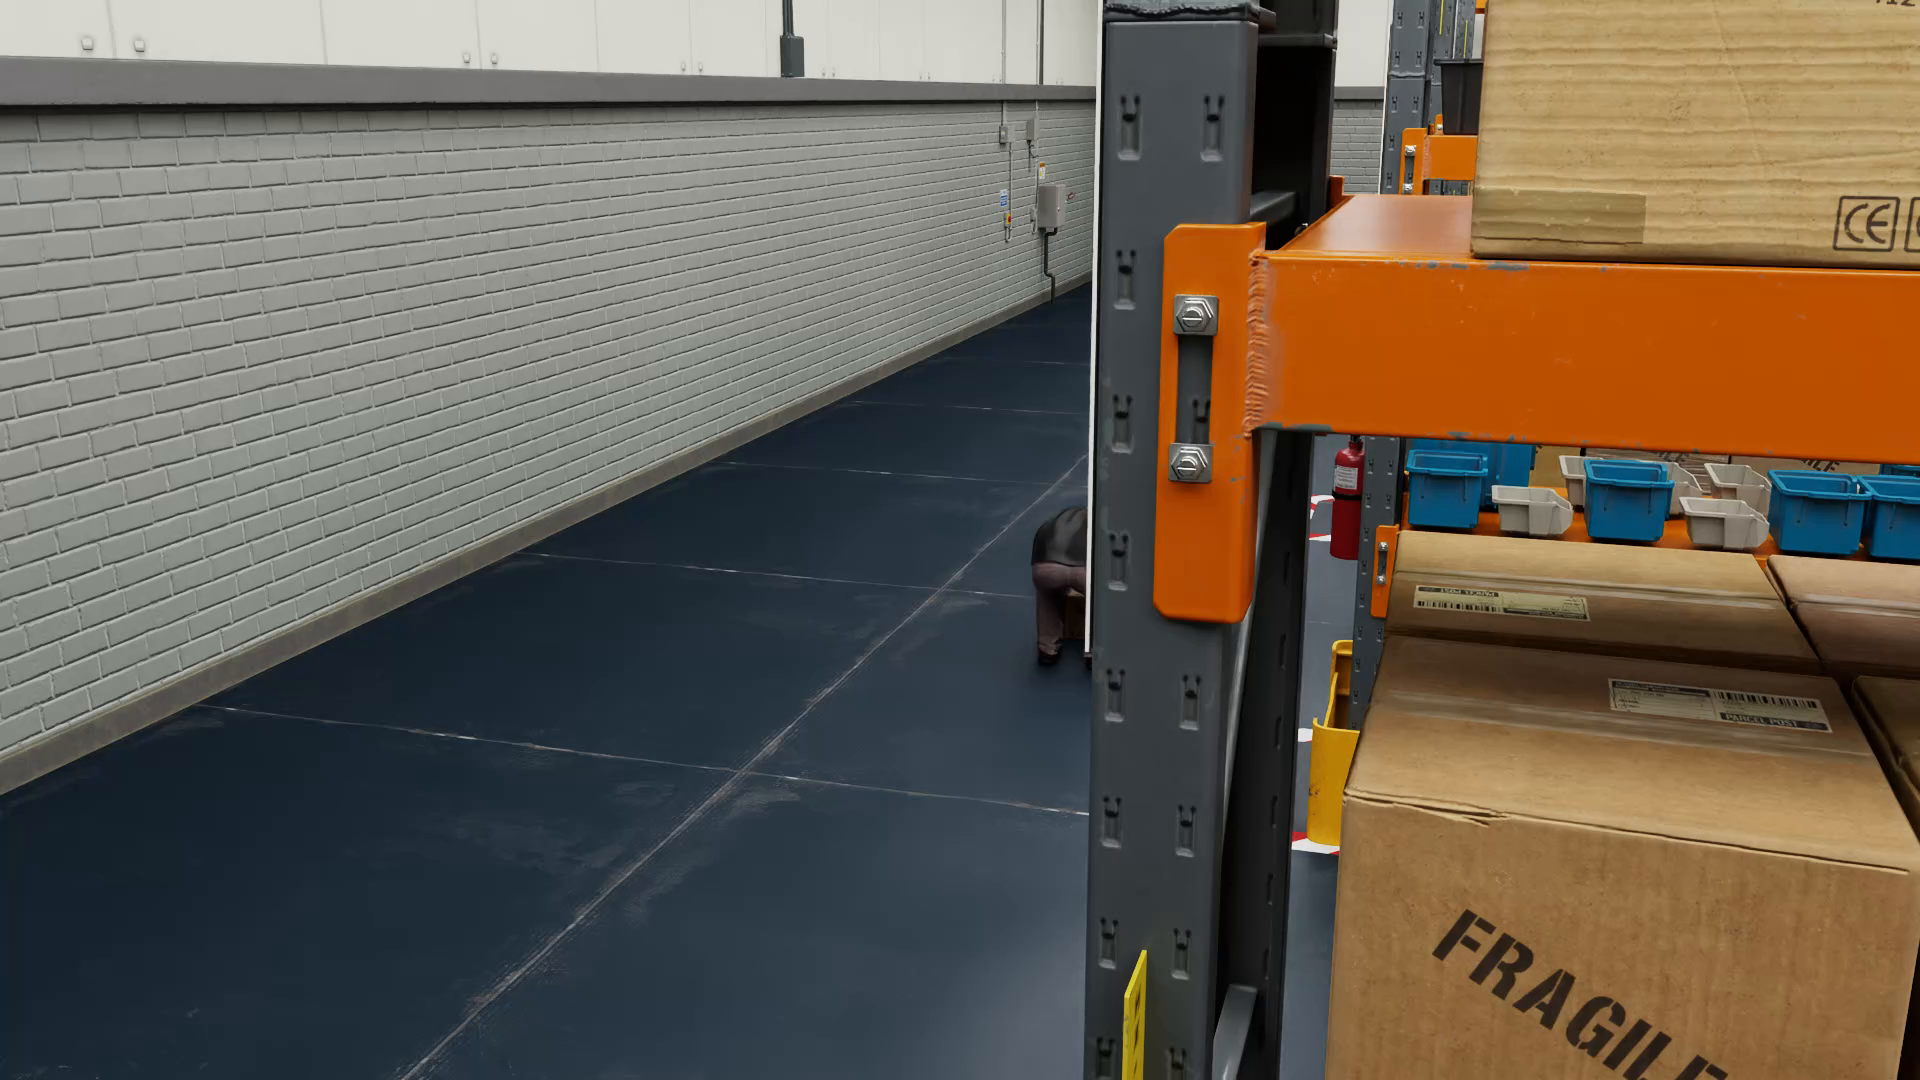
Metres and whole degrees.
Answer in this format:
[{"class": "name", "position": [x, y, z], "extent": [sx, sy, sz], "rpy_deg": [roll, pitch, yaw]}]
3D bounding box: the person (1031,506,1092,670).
[{"class": "person", "position": [0.656, 0.216, 9.018], "extent": [0.514, 0.848, 0.953], "rpy_deg": [4, 15, 14]}]
